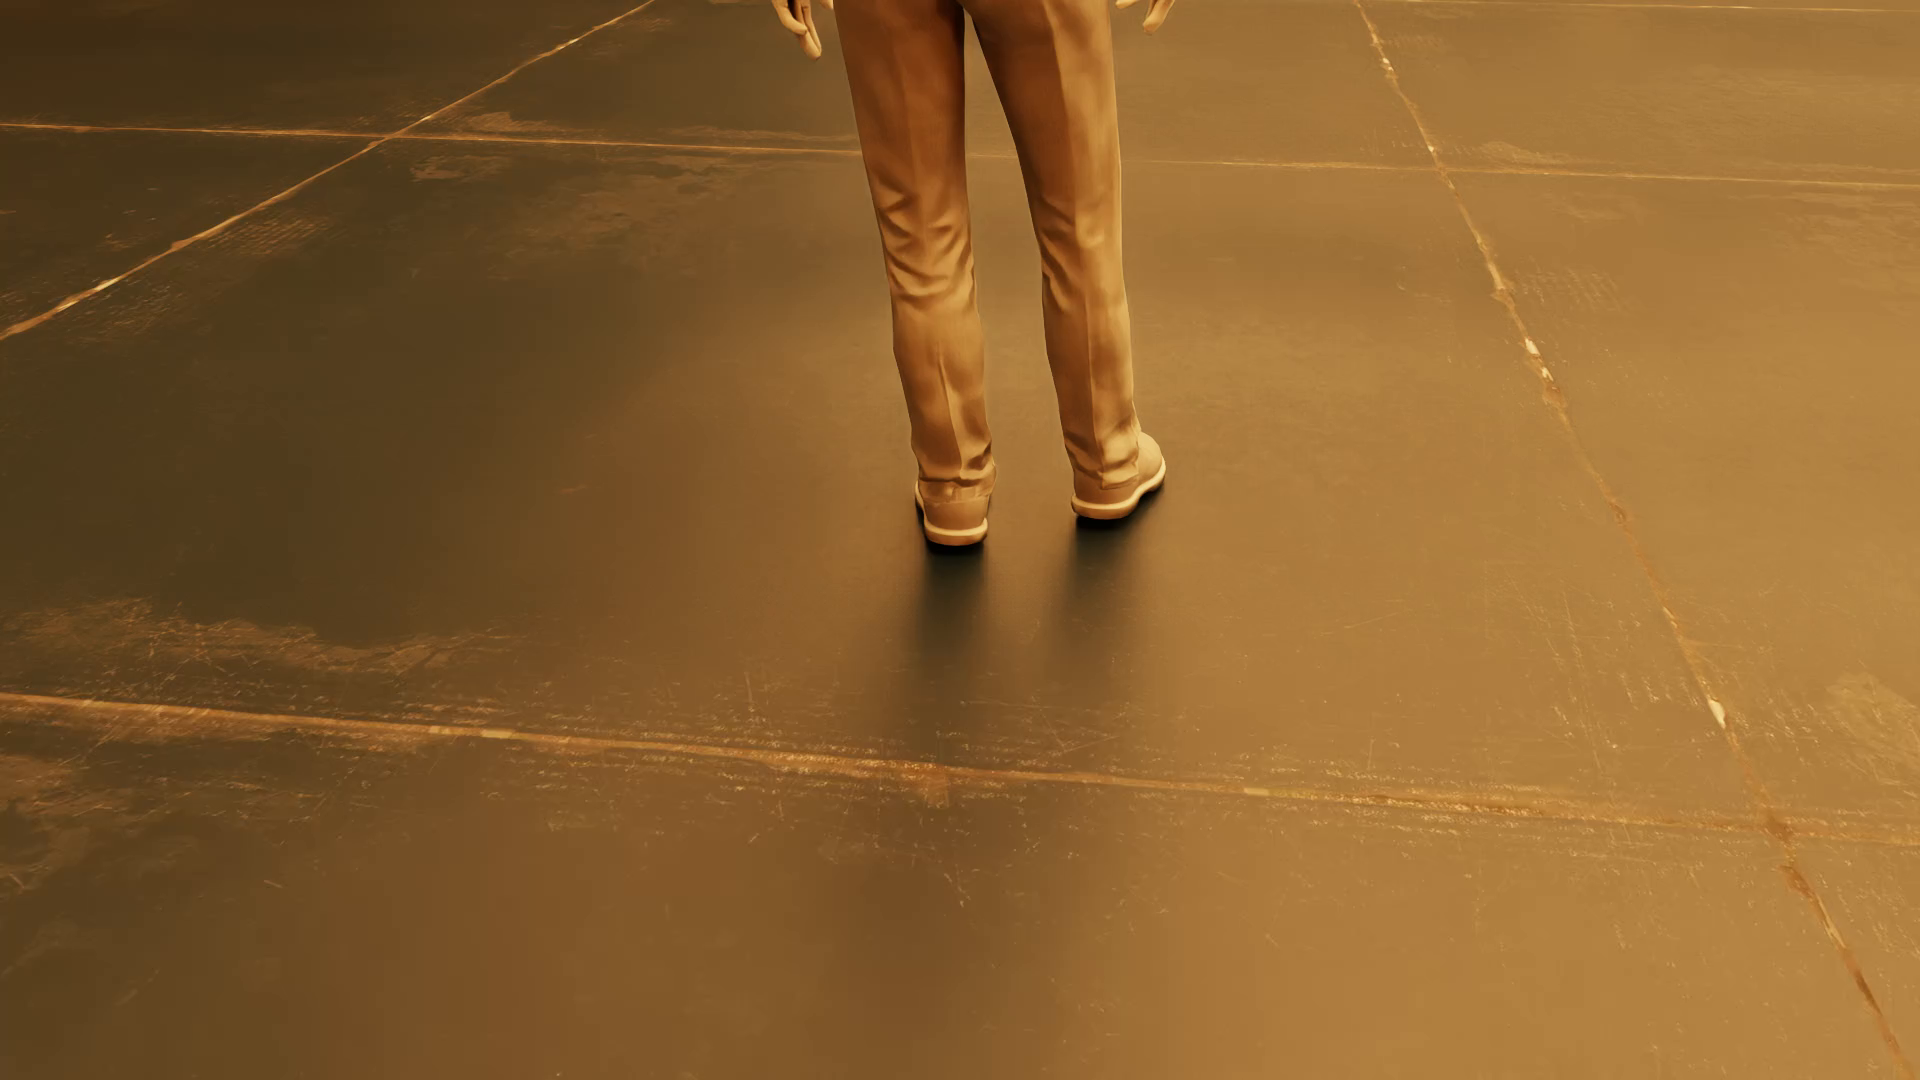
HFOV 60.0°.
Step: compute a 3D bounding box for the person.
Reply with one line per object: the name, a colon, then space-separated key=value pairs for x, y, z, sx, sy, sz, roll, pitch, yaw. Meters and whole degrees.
person: x=0.016 y=-0.795 z=2.179 sx=0.586 sy=1.694 sz=0.530 roll=3 pitch=27 yaw=7
